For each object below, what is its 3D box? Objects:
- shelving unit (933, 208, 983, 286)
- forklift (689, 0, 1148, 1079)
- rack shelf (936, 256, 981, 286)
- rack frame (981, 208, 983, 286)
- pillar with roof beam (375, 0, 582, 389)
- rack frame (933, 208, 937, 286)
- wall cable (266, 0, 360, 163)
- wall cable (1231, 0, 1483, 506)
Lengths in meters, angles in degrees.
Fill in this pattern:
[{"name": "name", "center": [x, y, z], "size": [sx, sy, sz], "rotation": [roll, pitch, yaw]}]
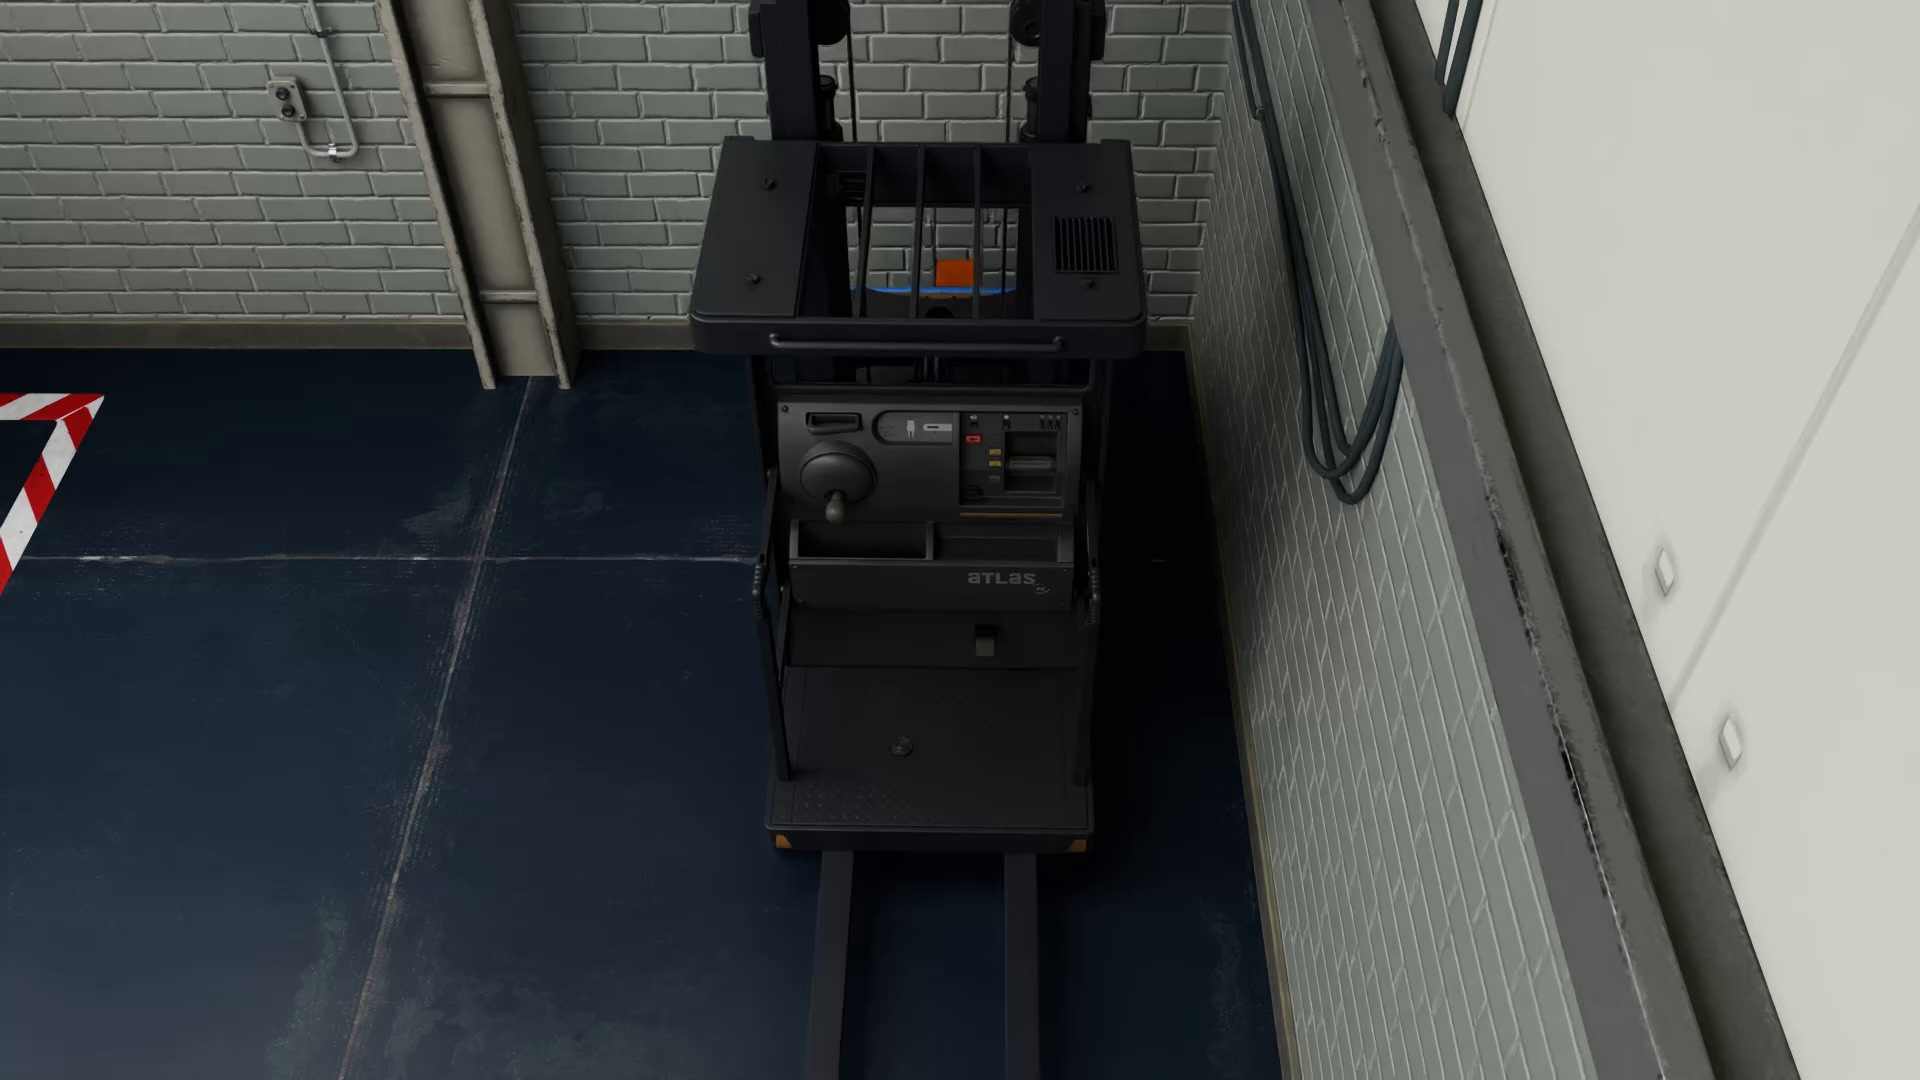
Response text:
[{"name": "shelving unit", "center": [-0.007, -0.777, 6.733], "size": [0.189, 1.200, 0.258], "rotation": [1, 47, 1]}, {"name": "forklift", "center": [-0.093, -0.148, 4.967], "size": [1.130, 2.935, 3.031], "rotation": [1, 47, 1]}, {"name": "rack shelf", "center": [-0.007, -0.994, 6.504], "size": [0.180, 0.103, 0.258], "rotation": [1, 47, 1]}, {"name": "rack frame", "center": [0.085, -0.776, 6.732], "size": [0.006, 1.200, 0.240], "rotation": [1, 47, 1]}, {"name": "pillar with roof beam", "center": [-1.957, -0.706, 1.340], "size": [0.400, 9.000, 9.100], "rotation": [0, 47, 0]}, {"name": "rack frame", "center": [-0.098, -0.778, 6.734], "size": [0.006, 1.200, 0.240], "rotation": [1, 47, 1]}, {"name": "wall cable", "center": [-3.360, -2.222, 6.156], "size": [1.851, 1.984, 0.084], "rotation": [0, 47, 0]}, {"name": "wall cable", "center": [1.011, -1.896, 4.569], "size": [0.112, 2.526, 3.097], "rotation": [0, 47, 0]}]
